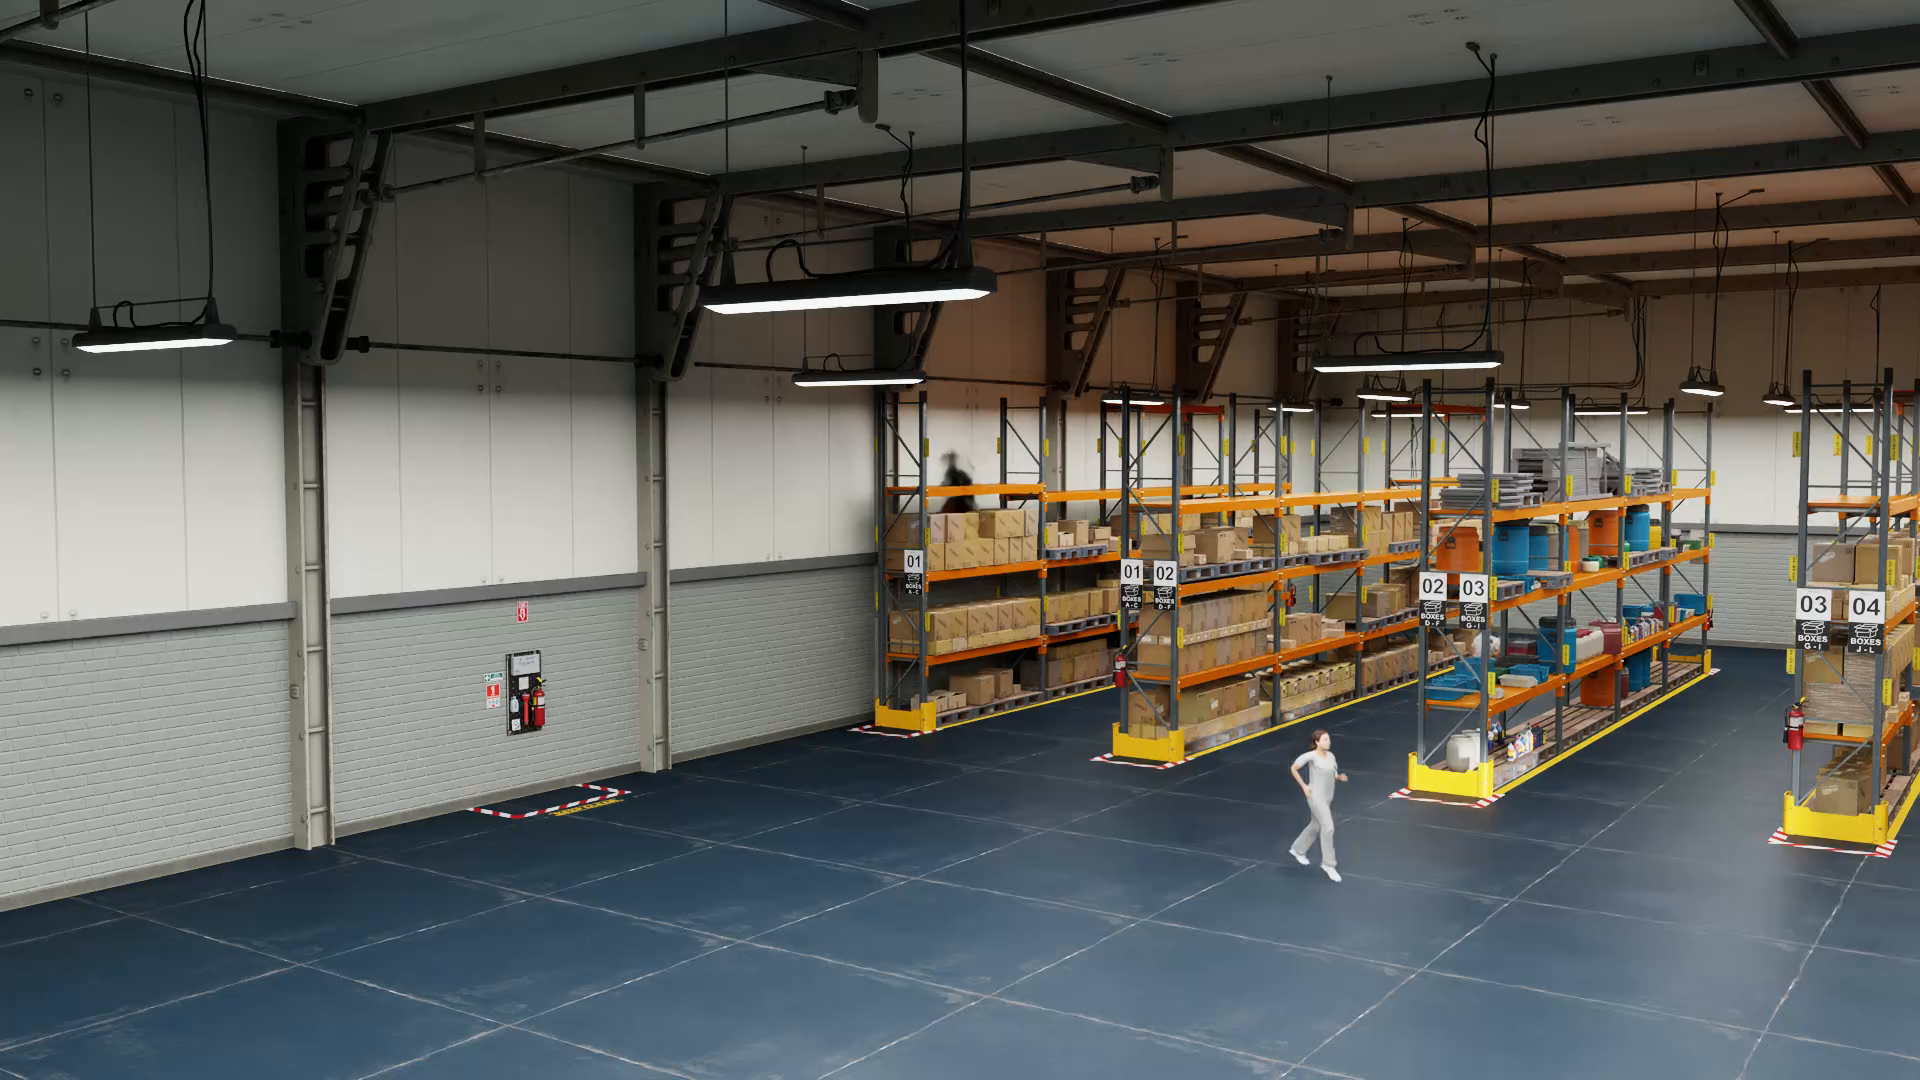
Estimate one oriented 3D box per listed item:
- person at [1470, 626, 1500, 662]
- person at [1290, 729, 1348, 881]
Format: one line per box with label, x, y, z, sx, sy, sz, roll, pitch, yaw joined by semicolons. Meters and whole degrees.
person;10.129;2.404;32.070;0.620;1.633;0.813;2;4;29
person;4.211;3.077;19.558;0.553;1.724;0.825;-3;4;-41
